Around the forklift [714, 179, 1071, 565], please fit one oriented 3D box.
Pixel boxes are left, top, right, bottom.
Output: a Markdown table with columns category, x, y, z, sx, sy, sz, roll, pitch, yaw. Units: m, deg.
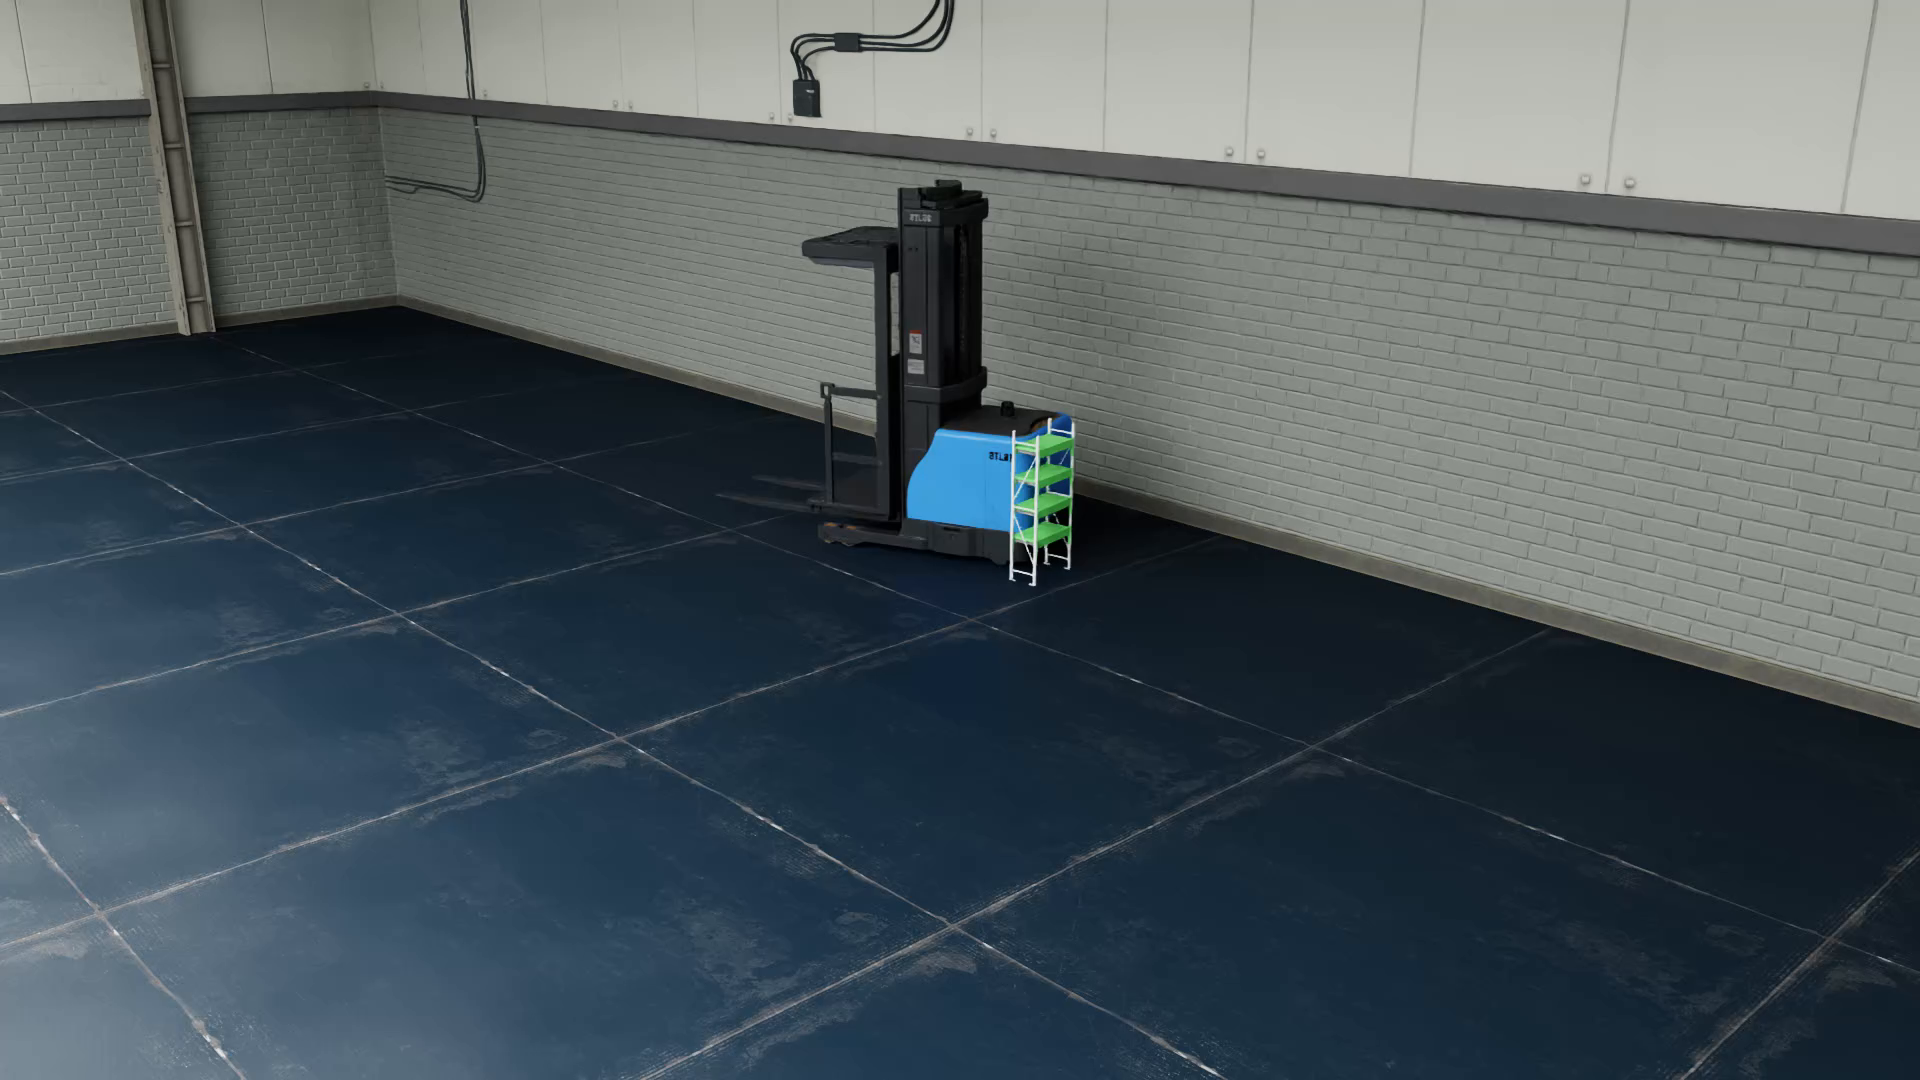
| category | x | y | z | sx | sy | sz | roll | pitch | yaw |
| --- | --- | --- | --- | --- | --- | --- | --- | --- | --- |
| forklift | -0.631 | -1.480 | 13.796 | 3.031 | 2.935 | 1.130 | 8 | 20 | 23 |

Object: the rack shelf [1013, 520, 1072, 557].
| category | x | y | z | sx | sy | sz | roll | pitch | yaw |
| --- | --- | --- | --- | --- | --- | --- | --- | --- | --- |
| rack shelf | 0.638 | -0.009 | 13.049 | 0.258 | 0.148 | 0.480 | 14 | 22 | 34 |

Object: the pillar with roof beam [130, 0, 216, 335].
| category | x | y | z | sx | sy | sz | roll | pitch | yaw |
| --- | --- | --- | --- | --- | --- | --- | --- | --- | --- |
| pillar with roof beam | -7.485 | -6.165 | 18.408 | 0.400 | 9.000 | 9.100 | -16 | 24 | -41 |

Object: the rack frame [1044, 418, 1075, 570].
| category | x | y | z | sx | sy | sz | roll | pitch | yaw |
| --- | --- | --- | --- | --- | --- | --- | --- | --- | --- |
| rack frame | 0.786 | -0.358 | 13.139 | 0.240 | 1.200 | 0.015 | 14 | 22 | 34 |

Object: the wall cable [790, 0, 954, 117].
| category | x | y | z | sx | sy | sz | roll | pitch | yaw |
| --- | --- | --- | --- | --- | --- | --- | --- | --- | --- |
| wall cable | -0.883 | -6.944 | 15.298 | 0.169 | 6.003 | 2.305 | -16 | 24 | -41 |

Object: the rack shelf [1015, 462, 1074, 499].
| category | x | y | z | sx | sy | sz | roll | pitch | yaw |
| --- | --- | --- | --- | --- | --- | --- | --- | --- | --- |
| rack shelf | 0.642 | -0.465 | 12.897 | 0.258 | 0.148 | 0.480 | 14 | 22 | 34 |

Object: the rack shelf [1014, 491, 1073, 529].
| category | x | y | z | sx | sy | sz | roll | pitch | yaw |
| --- | --- | --- | --- | --- | --- | --- | --- | --- | --- |
| rack shelf | 0.640 | -0.237 | 12.973 | 0.258 | 0.148 | 0.480 | 14 | 22 | 34 |

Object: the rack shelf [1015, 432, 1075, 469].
| category | x | y | z | sx | sy | sz | roll | pitch | yaw |
| --- | --- | --- | --- | --- | --- | --- | --- | --- | --- |
| rack shelf | 0.644 | -0.693 | 12.822 | 0.258 | 0.148 | 0.480 | 14 | 22 | 34 |

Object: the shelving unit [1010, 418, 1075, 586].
| category | x | y | z | sx | sy | sz | roll | pitch | yaw |
| --- | --- | --- | --- | --- | --- | --- | --- | --- | --- |
| shelving unit | 0.640 | -0.298 | 12.953 | 0.258 | 1.200 | 0.503 | 14 | 22 | 34 |

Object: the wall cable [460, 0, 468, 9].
| category | x | y | z | sx | sy | sz | roll | pitch | yaw |
| --- | --- | --- | --- | --- | --- | --- | --- | --- | --- |
| wall cable | -5.535 | -7.776 | 20.225 | 0.112 | 2.526 | 3.097 | -16 | 24 | -41 |

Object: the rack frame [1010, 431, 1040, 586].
| category | x | y | z | sx | sy | sz | roll | pitch | yaw |
| --- | --- | --- | --- | --- | --- | --- | --- | --- | --- |
| rack frame | 0.495 | -0.238 | 12.767 | 0.240 | 1.200 | 0.015 | 14 | 22 | 34 |

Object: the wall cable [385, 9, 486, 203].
| category | x | y | z | sx | sy | sz | roll | pitch | yaw |
| --- | --- | --- | --- | --- | --- | --- | --- | --- | --- |
| wall cable | -7.394 | -5.980 | 22.873 | 0.112 | 2.526 | 3.097 | -16 | 24 | -41 |
